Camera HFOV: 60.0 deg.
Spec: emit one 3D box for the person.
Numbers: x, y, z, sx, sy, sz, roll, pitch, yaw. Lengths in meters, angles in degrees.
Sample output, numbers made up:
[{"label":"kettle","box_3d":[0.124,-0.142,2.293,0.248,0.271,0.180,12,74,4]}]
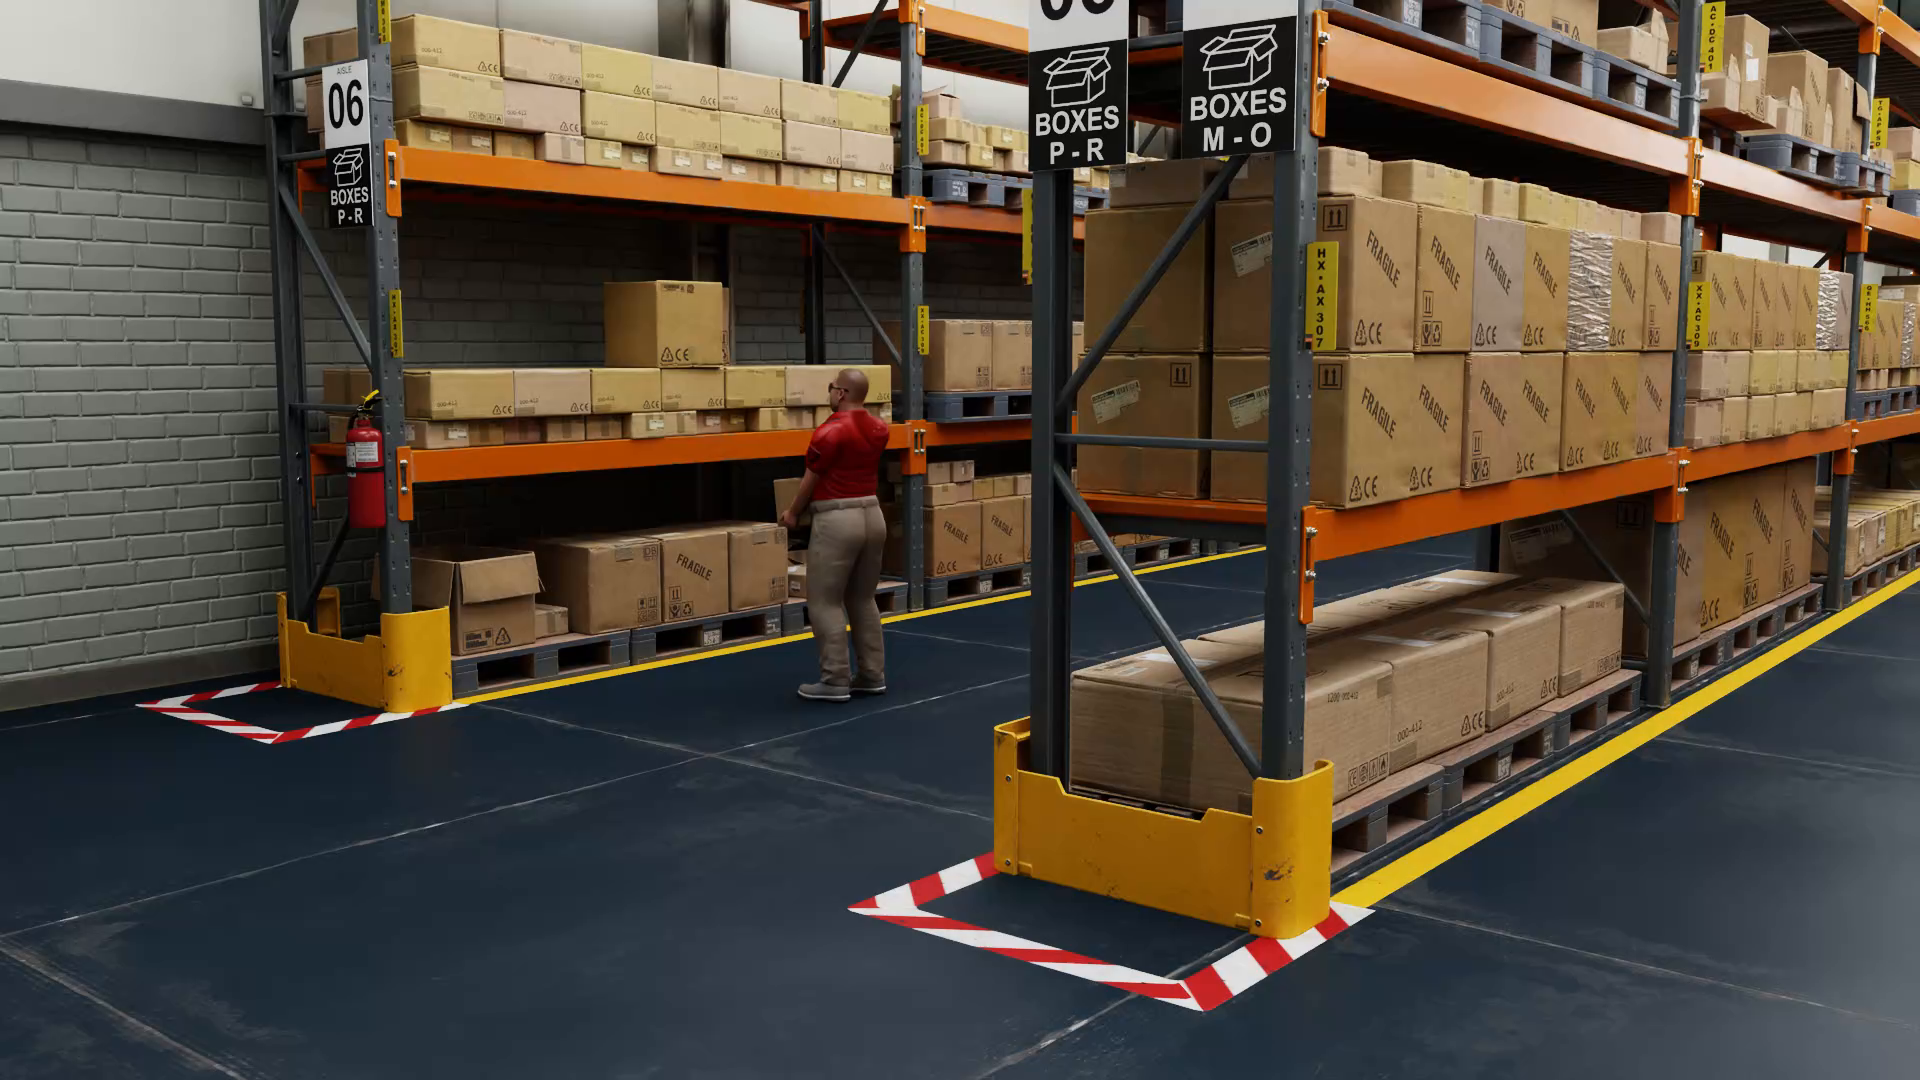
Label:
[{"label":"person","box_3d":[-0.673,-0.037,8.676,0.531,1.713,0.494,5,9,39]}]
